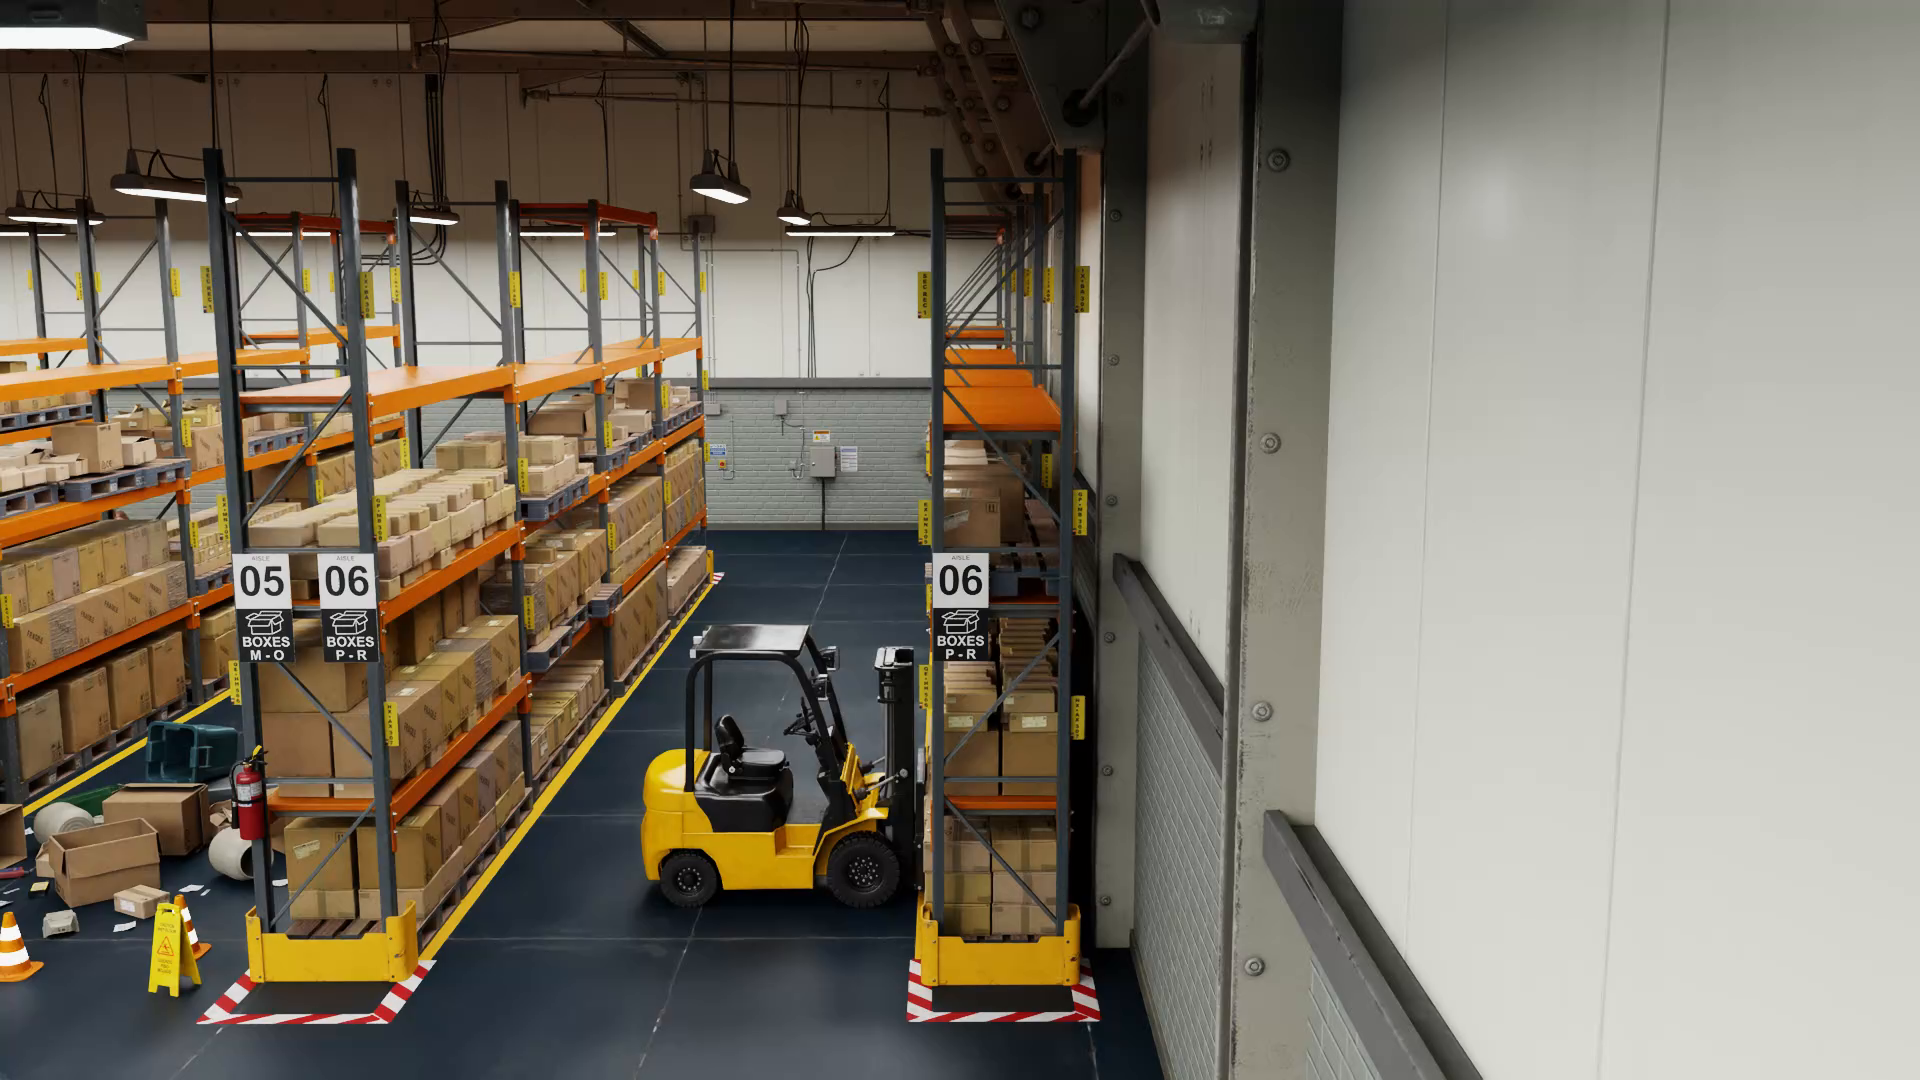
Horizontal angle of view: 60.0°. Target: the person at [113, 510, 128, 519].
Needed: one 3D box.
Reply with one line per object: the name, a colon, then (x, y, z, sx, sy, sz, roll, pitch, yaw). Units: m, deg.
person: (-12.890, 0.320, 25.557, 0.530, 1.564, 0.483, -1, 9, -5)
